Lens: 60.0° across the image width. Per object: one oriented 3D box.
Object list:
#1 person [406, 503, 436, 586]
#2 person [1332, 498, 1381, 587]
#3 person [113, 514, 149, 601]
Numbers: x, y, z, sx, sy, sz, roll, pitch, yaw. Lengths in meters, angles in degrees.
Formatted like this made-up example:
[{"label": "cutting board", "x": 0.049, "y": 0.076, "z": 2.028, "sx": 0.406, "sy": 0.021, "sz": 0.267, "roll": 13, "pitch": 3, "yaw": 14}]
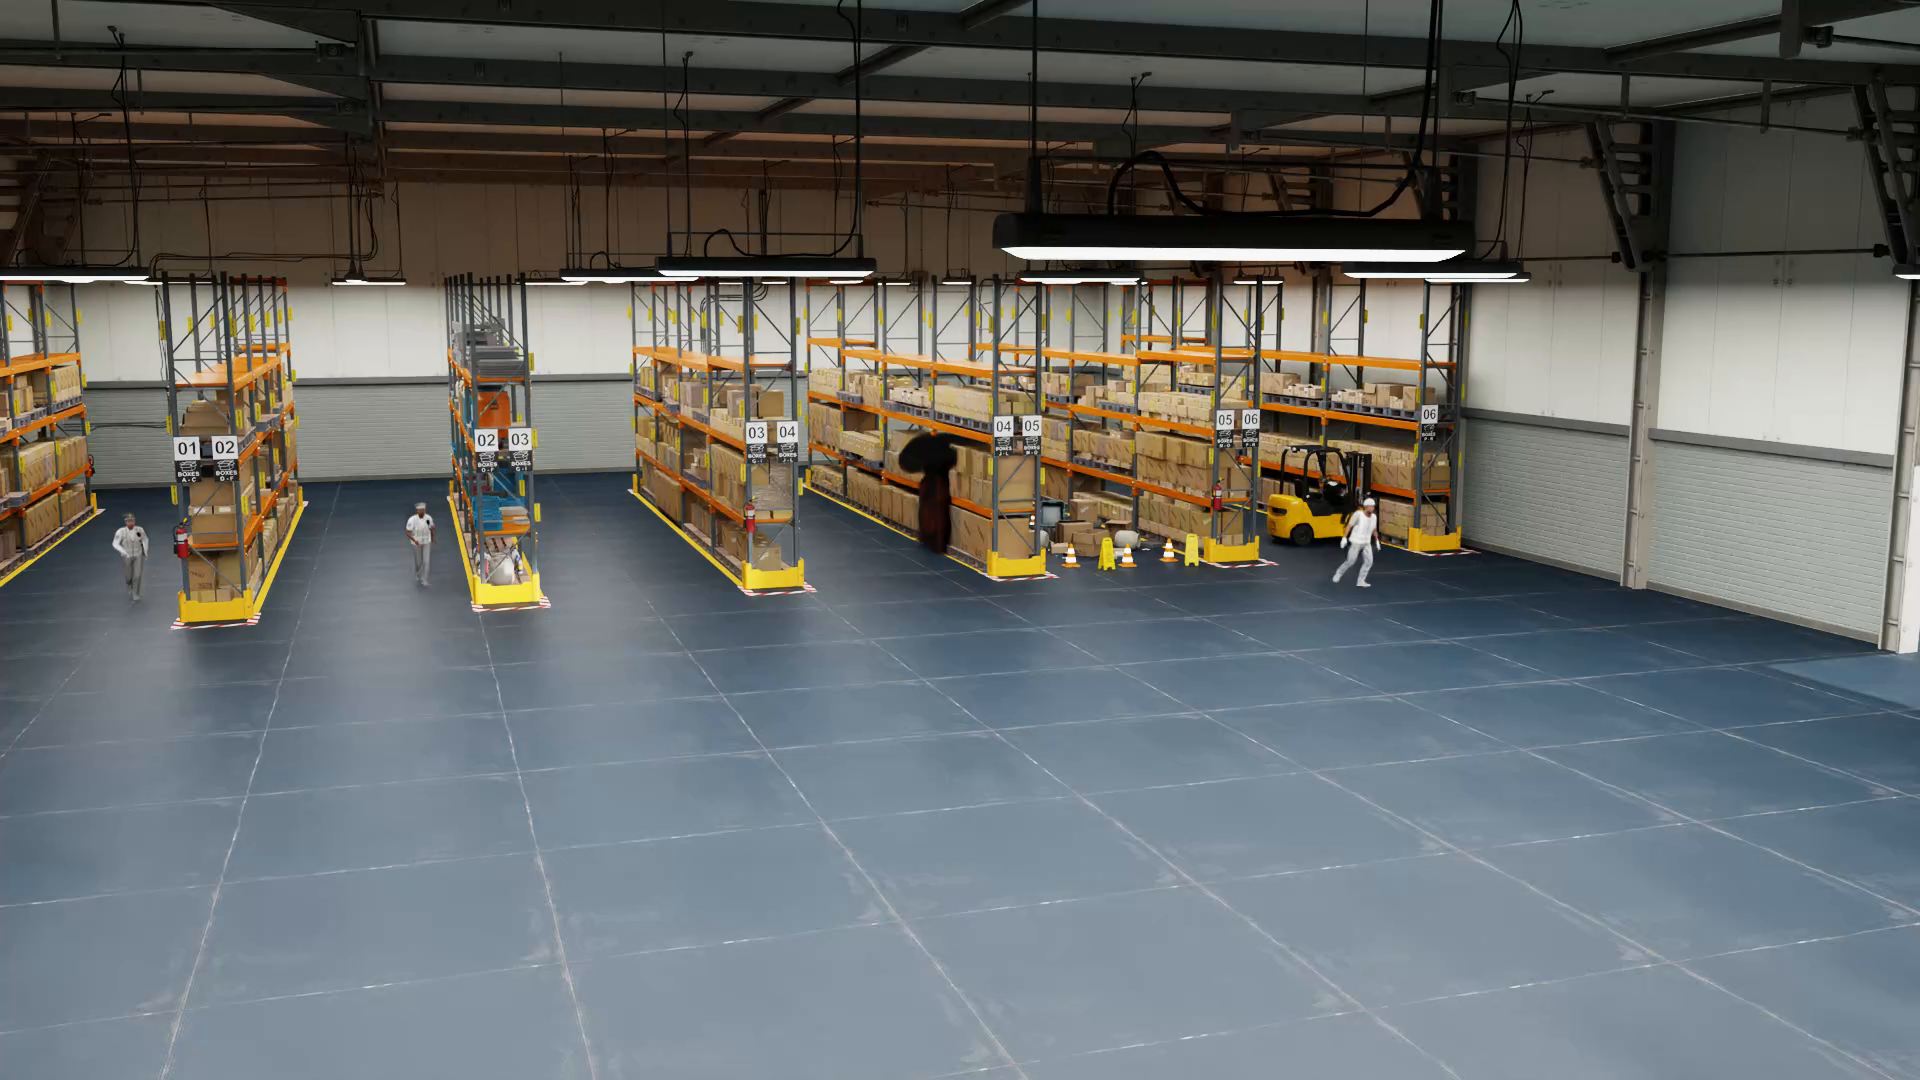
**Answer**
[{"label": "person", "x": -10.493, "y": 0.056, "z": 32.364, "sx": 0.574, "sy": 1.638, "sz": 0.730, "roll": -4, "pitch": 10, "yaw": -26}, {"label": "person", "x": 7.657, "y": 0.037, "z": 32.135, "sx": 0.773, "sy": 1.728, "sz": 0.744, "roll": -5, "pitch": 10, "yaw": -30}, {"label": "person", "x": -15.340, "y": 0.297, "z": 30.797, "sx": 0.609, "sy": 1.639, "sz": 0.716, "roll": -5, "pitch": 10, "yaw": -29}]
